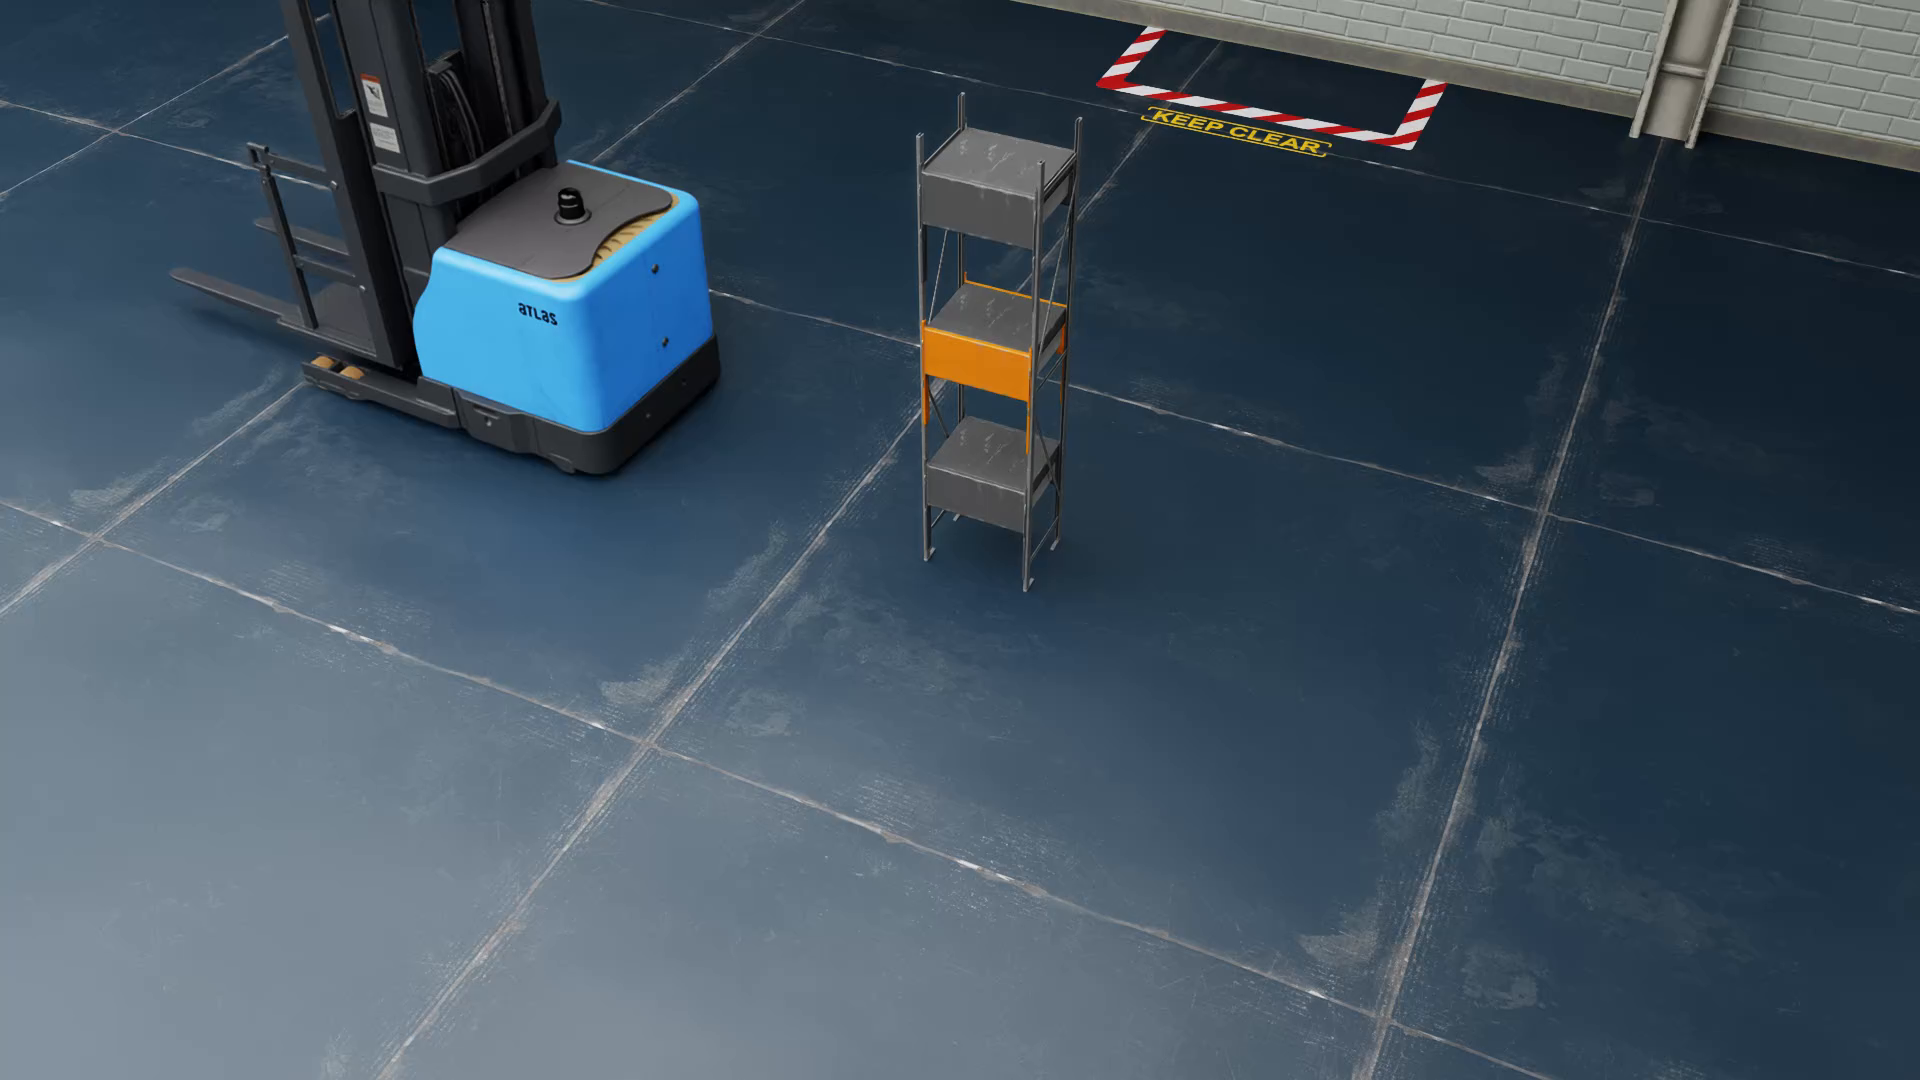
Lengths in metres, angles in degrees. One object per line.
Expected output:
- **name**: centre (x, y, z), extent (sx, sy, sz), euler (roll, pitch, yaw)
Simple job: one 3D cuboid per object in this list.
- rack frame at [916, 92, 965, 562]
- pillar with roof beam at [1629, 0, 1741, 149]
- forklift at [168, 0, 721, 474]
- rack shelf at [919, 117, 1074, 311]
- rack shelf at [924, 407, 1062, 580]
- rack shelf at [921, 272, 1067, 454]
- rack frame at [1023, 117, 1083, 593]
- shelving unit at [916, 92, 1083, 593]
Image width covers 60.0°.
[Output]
- **rack frame**: centre (-0.071, -0.815, 6.971), extent (0.015, 2.100, 0.400), euler (17, 44, 19)
- **pillar with roof beam**: centre (2.689, -3.455, 4.750), extent (0.400, 9.000, 9.100), euler (17, 44, 19)
- **forklift**: centre (-2.772, -2.106, 7.826), extent (3.031, 2.935, 1.130), euler (19, 44, 21)
- **rack shelf**: centre (0.150, -1.266, 6.444), extent (0.480, 0.518, 0.431), euler (17, 44, 19)
- **rack shelf**: centre (0.150, -0.208, 7.361), extent (0.480, 0.518, 0.431), euler (17, 44, 19)
- **rack shelf**: centre (0.150, -0.737, 6.902), extent (0.480, 0.518, 0.431), euler (17, 44, 19)
- **rack frame**: centre (0.371, -0.680, 6.815), extent (0.015, 2.100, 0.400), euler (17, 44, 19)
- **shelving unit**: centre (0.150, -0.748, 6.893), extent (0.503, 2.100, 0.431), euler (17, 44, 19)
